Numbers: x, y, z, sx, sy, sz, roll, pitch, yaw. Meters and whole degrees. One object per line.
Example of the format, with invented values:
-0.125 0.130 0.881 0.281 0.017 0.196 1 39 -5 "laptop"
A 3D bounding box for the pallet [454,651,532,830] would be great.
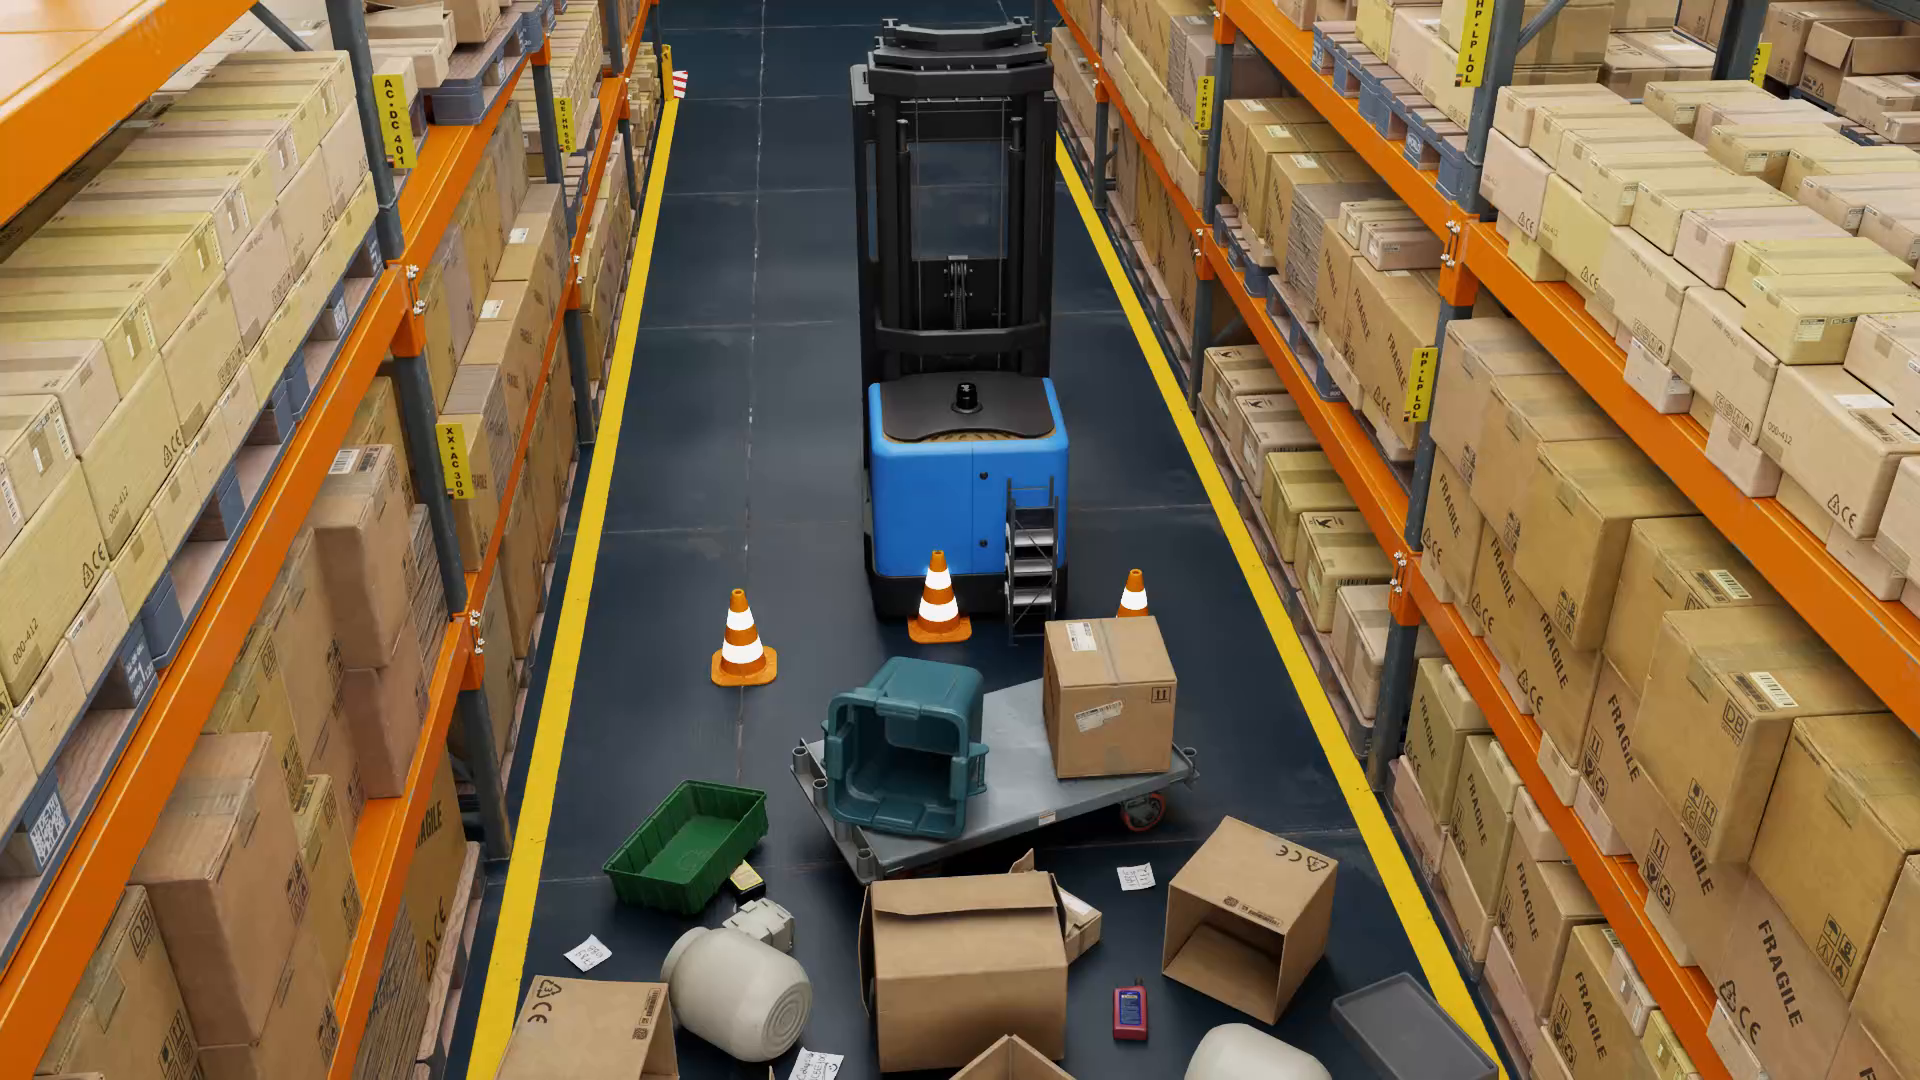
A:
-2.646 0.937 7.975 1.003 0.211 1.213 -3 31 -5 "pallet"

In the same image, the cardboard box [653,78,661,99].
-3.238 -4.568 16.842 0.380 0.149 0.250 -2 31 -3 "cardboard box"

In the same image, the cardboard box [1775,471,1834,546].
2.390 -0.120 4.346 0.380 0.149 0.250 -4 31 -6 "cardboard box"

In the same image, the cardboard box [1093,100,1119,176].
1.721 -3.649 15.023 0.875 0.438 0.875 -3 31 -5 "cardboard box"

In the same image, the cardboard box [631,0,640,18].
-3.106 -4.901 14.642 0.500 0.500 0.500 -3 31 -6 "cardboard box"

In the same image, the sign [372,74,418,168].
-1.946 -1.441 5.731 0.100 0.325 0.005 -3 31 -5 "sign"

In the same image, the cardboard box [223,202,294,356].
-2.106 -0.691 4.407 0.500 0.250 0.500 -3 31 -5 "cardboard box"

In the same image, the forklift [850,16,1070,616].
-0.046 -1.580 9.538 1.130 2.935 3.031 -2 31 -4 "forklift"

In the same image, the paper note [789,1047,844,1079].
-0.550 2.014 6.356 0.172 0.023 0.155 8 32 13 "paper note"

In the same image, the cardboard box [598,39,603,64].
-3.012 -3.833 13.078 0.380 0.149 0.250 -3 31 -6 "cardboard box"

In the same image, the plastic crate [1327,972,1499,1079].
1.750 1.936 6.431 0.402 0.080 0.583 -14 33 -22 "plastic crate"

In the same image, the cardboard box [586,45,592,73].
-2.936 -3.560 12.330 0.380 0.149 0.250 -4 31 -6 "cardboard box"

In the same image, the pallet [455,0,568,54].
-2.760 -2.792 8.759 1.213 0.211 1.003 -1 31 -2 "pallet"

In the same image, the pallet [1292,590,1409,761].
2.346 0.641 8.471 1.003 0.211 1.213 -3 31 -5 "pallet"

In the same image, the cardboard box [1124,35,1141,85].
1.530 -3.631 12.563 0.500 0.250 0.500 -2 31 -4 "cardboard box"

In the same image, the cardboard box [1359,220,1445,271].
2.075 -1.364 7.679 0.380 0.149 0.250 -4 31 -6 "cardboard box"

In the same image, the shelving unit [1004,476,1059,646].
0.370 0.118 8.676 0.258 0.900 0.210 -2 31 -4 "shelving unit"

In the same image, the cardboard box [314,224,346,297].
-2.097 -0.842 5.047 0.380 0.149 0.250 -2 31 -4 "cardboard box"

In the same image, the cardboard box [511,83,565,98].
-2.793 -2.883 10.907 0.380 0.149 0.250 -4 31 -7 "cardboard box"

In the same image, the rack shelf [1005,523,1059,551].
0.370 -0.008 8.600 0.258 0.077 0.200 -2 31 -4 "rack shelf"

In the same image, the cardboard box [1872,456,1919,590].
2.445 0.027 3.711 0.500 0.250 0.500 -3 31 -5 "cardboard box"

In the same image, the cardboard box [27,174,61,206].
-2.731 -1.024 4.575 0.380 0.149 0.250 -3 31 -5 "cardboard box"

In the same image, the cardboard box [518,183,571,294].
-2.563 -1.738 9.637 0.500 0.500 0.500 -3 31 -5 "cardboard box"

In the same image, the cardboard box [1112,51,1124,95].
1.501 -3.677 13.127 0.500 0.250 0.500 -3 31 -6 "cardboard box"

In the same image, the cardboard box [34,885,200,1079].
-2.264 1.177 3.655 0.875 0.550 0.550 -3 31 -5 "cardboard box"

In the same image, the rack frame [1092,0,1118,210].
1.673 -4.243 13.928 1.000 3.000 0.127 -3 31 -5 "rack frame"

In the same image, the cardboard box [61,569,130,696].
-1.910 0.192 3.317 0.380 0.149 0.250 -3 31 -4 "cardboard box"

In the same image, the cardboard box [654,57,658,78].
-3.287 -4.825 16.983 0.380 0.149 0.250 -4 31 -6 "cardboard box"

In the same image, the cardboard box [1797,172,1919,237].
2.780 -0.998 5.038 0.380 0.149 0.250 -3 31 -6 "cardboard box"

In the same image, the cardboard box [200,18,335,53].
-2.833 -1.936 6.781 0.500 0.250 0.500 -3 31 -5 "cardboard box"

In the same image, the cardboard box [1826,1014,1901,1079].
2.469 1.449 4.011 0.500 0.500 0.500 -3 31 -5 "cardboard box"

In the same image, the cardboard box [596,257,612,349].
-2.735 -1.649 11.614 0.500 0.500 0.500 -2 31 -4 "cardboard box"

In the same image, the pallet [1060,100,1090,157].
1.562 -4.062 16.345 1.003 0.211 1.213 -3 31 -5 "pallet"

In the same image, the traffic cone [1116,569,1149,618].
0.910 0.365 8.688 0.336 0.463 0.334 -3 31 -5 "traffic cone"

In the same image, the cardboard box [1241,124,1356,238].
1.914 -2.045 9.452 0.500 0.500 0.500 -1 31 -2 "cardboard box"

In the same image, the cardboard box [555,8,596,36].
-2.989 -3.949 12.692 0.380 0.149 0.250 -4 31 -6 "cardboard box"

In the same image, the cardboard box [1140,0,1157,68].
1.602 -3.698 11.944 0.500 0.500 0.500 -3 31 -5 "cardboard box"

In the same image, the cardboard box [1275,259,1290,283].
1.970 -1.550 9.255 0.380 0.149 0.250 -1 31 -2 "cardboard box"

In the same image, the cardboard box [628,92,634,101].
-3.209 -4.023 15.351 0.380 0.149 0.250 -4 31 -7 "cardboard box"

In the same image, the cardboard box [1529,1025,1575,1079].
2.355 1.952 5.828 0.500 0.250 0.500 -4 31 -6 "cardboard box"

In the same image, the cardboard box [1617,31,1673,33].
2.716 -2.139 7.217 0.500 0.250 0.500 -3 31 -5 "cardboard box"

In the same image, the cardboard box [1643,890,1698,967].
2.357 1.161 5.126 0.380 0.149 0.250 -3 31 -5 "cardboard box"

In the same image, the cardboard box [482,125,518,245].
-2.792 -1.896 8.927 0.700 0.500 0.500 -3 31 -5 "cardboard box"

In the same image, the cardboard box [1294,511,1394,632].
2.298 0.155 8.719 0.950 0.372 0.625 -1 31 -1 "cardboard box"

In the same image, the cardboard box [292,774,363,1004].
-2.296 1.080 4.870 0.875 0.550 0.500 -3 31 -5 "cardboard box"

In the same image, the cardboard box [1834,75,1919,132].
6.567 -3.079 11.717 0.500 0.250 0.500 -4 31 -7 "cardboard box"

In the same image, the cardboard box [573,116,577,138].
-2.818 -2.771 11.299 0.380 0.149 0.250 -2 31 -3 "cardboard box"

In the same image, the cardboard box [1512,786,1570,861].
2.236 1.022 6.022 0.380 0.149 0.250 -1 31 -2 "cardboard box"

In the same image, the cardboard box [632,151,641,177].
-2.962 -3.239 14.328 0.380 0.149 0.250 -1 31 -2 "cardboard box"

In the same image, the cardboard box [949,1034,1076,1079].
0.109 2.180 5.610 0.637 0.503 0.797 27 40 37 "cardboard box"

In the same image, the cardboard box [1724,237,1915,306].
2.352 -0.715 4.563 0.380 0.149 0.250 -2 31 -4 "cardboard box"

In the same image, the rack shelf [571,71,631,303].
-3.059 -2.624 11.920 1.077 0.370 4.000 -3 31 -5 "rack shelf"

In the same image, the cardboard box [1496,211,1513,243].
2.203 -1.166 6.096 0.380 0.149 0.250 -3 31 -5 "cardboard box"

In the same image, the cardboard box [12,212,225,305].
-2.005 -0.668 3.979 0.380 0.149 0.250 -2 31 -4 "cardboard box"

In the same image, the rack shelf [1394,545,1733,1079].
2.607 1.171 5.565 1.077 0.370 4.000 -3 31 -5 "rack shelf"
